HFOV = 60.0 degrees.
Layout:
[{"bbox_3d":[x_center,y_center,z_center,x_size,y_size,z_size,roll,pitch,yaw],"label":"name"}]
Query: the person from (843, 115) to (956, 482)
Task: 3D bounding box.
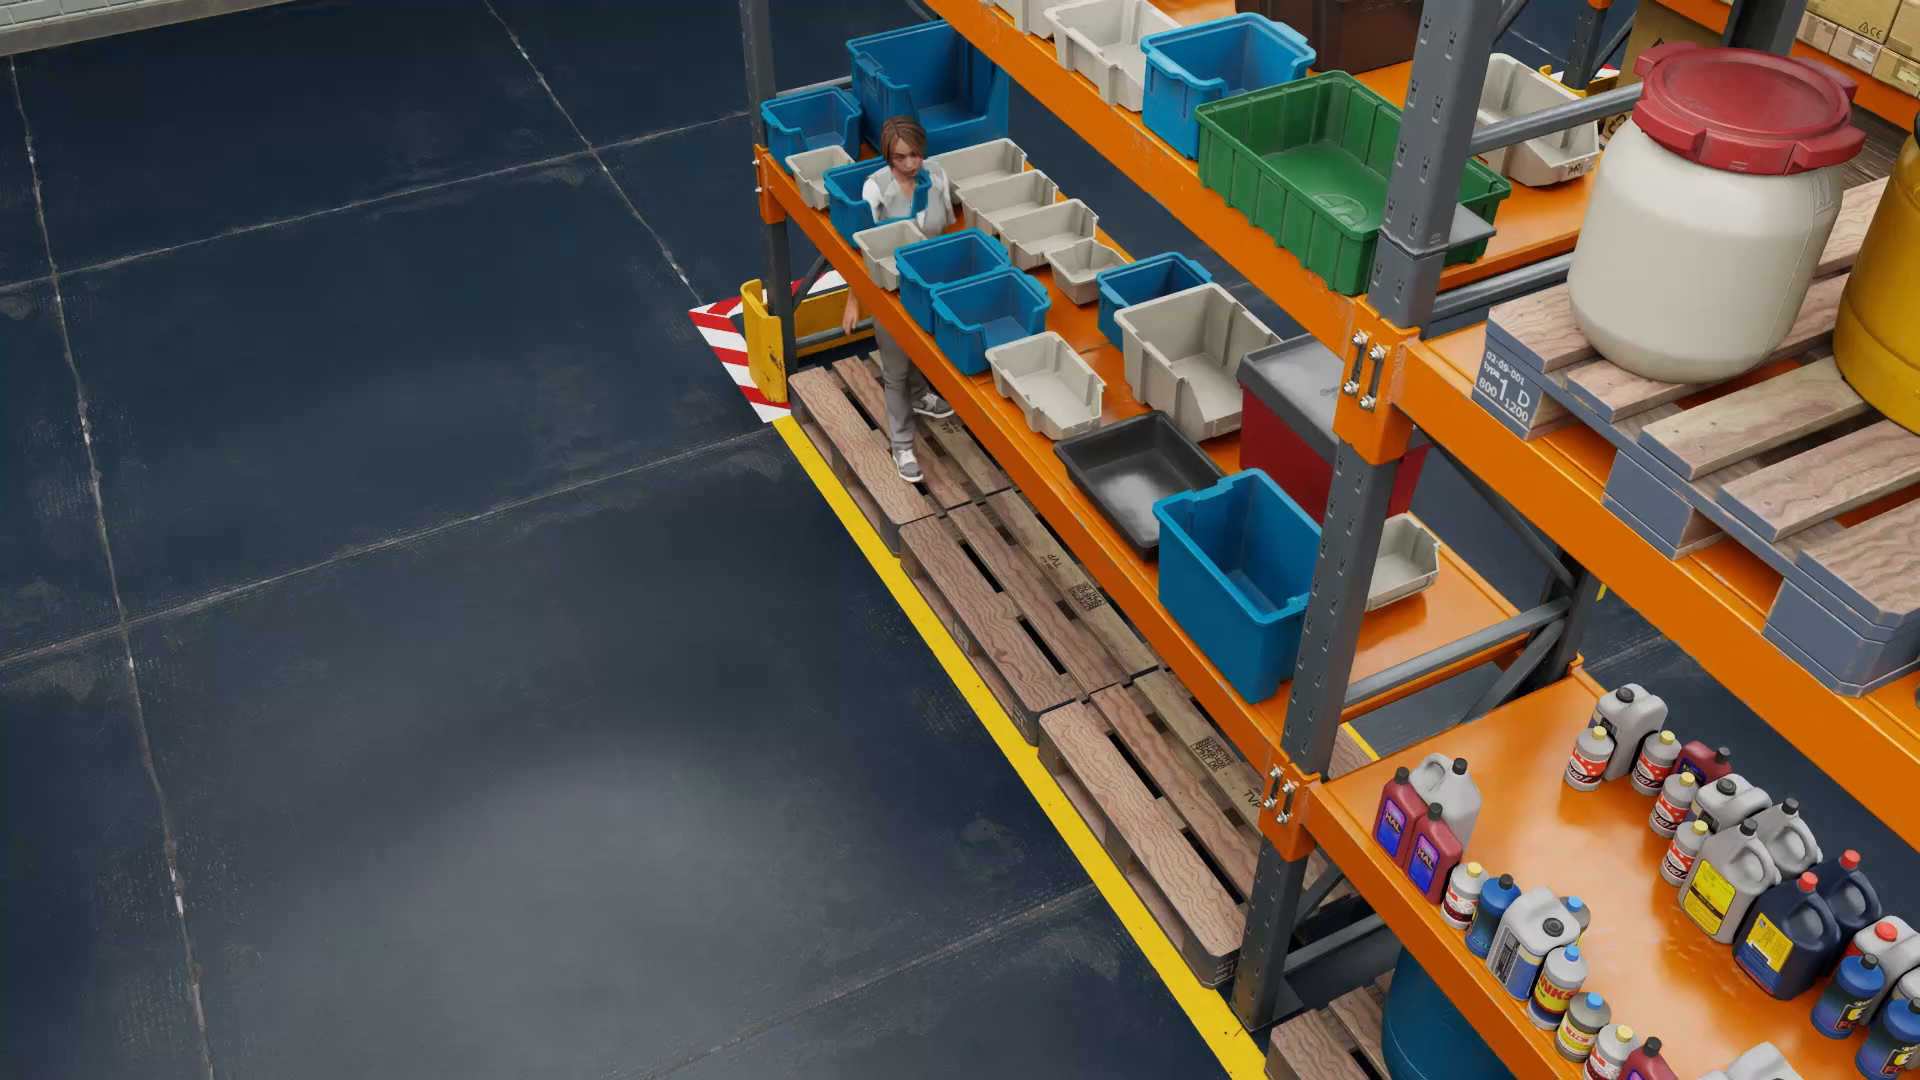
[{"bbox_3d":[-0.231,-1.025,6.978,0.588,1.582,0.574,-21,46,-22],"label":"person"}]
